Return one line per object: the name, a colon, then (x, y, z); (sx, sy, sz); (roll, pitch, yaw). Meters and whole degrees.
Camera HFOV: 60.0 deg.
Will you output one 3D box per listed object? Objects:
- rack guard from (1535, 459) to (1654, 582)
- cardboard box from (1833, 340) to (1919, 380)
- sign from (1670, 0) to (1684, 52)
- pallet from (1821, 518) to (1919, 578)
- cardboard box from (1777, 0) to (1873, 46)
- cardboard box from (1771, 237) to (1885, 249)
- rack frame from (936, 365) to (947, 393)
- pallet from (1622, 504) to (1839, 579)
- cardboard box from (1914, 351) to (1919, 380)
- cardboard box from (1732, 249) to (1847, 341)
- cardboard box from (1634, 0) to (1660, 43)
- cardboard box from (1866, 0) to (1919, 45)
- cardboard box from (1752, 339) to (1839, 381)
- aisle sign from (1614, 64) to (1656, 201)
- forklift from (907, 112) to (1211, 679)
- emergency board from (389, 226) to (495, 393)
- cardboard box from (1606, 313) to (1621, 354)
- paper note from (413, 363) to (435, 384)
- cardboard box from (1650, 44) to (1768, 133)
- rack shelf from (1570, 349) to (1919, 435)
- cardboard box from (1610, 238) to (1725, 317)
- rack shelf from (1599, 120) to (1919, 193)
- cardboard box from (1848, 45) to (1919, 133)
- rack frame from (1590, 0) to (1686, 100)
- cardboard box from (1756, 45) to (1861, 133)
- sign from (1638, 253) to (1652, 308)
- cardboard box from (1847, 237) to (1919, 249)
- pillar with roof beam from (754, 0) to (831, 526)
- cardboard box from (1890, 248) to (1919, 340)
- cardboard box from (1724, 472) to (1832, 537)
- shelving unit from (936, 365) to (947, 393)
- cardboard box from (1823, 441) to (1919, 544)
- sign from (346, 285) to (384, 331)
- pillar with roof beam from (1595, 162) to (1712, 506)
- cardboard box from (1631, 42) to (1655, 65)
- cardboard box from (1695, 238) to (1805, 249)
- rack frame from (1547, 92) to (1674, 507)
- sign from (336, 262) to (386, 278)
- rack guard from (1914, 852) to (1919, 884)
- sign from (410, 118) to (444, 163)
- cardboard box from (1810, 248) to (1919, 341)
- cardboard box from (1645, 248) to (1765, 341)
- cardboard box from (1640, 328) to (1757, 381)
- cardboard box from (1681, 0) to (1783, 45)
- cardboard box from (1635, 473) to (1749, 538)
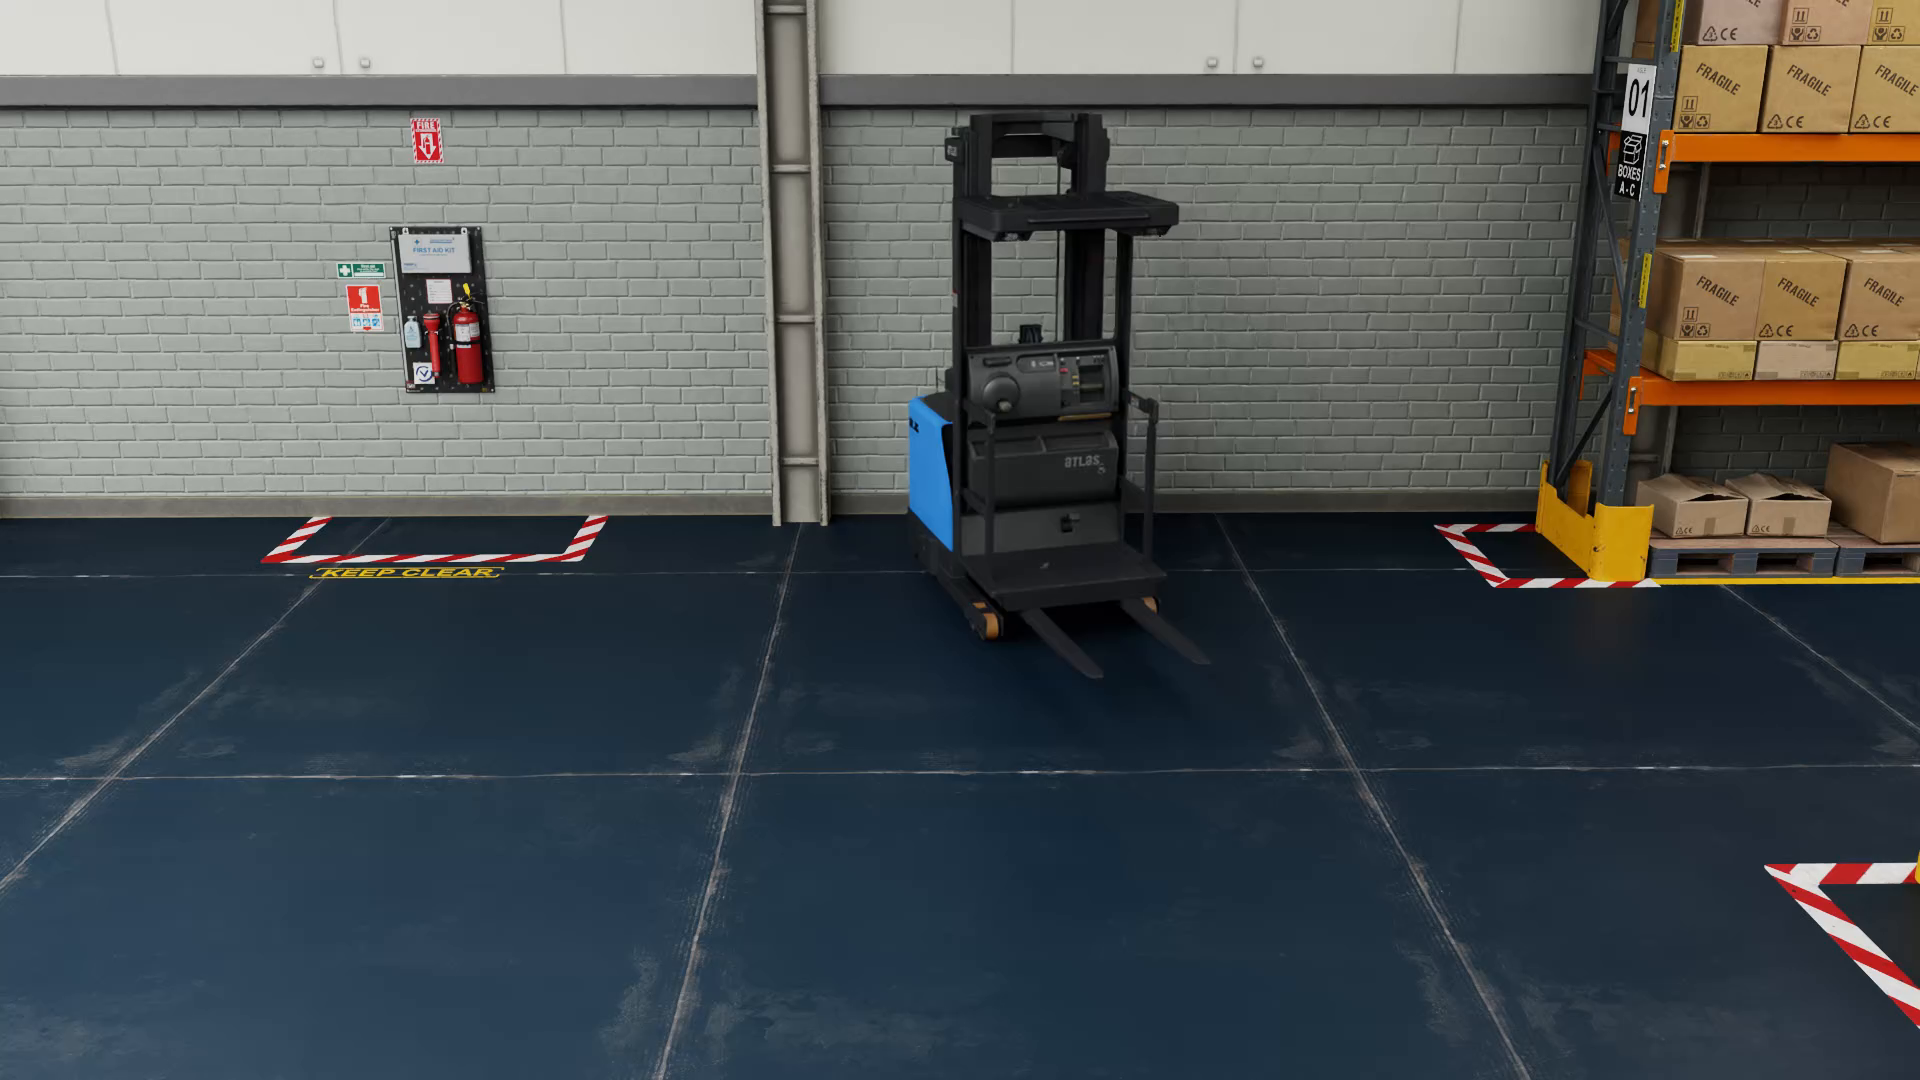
rack guard: (4.250, -0.149, 11.193); (0.348, 0.500, 1.175); (0, 18, -1)
cardboard box: (5.696, -1.190, 10.558); (0.500, 0.250, 0.500); (-1, 18, -2)
sign: (4.183, -3.017, 9.701); (0.005, 0.325, 0.100); (0, 18, -1)
pallet: (6.280, -0.009, 11.231); (1.213, 0.211, 1.003); (0, 18, -1)
cardboard box: (5.066, -3.215, 9.914); (0.500, 0.500, 0.500); (0, 18, -1)
cardboard box: (5.663, -1.704, 10.934); (0.500, 0.500, 0.500); (-1, 18, -2)
rack frame: (-0.119, -0.585, 11.407); (0.006, 1.200, 0.240); (-6, 19, -16)
pallet: (5.063, -0.004, 11.215); (1.213, 0.211, 1.003); (0, 18, -1)
cardboard box: (6.201, -1.191, 10.563); (0.500, 0.250, 0.500); (0, 18, 0)
cardboard box: (5.151, -1.544, 10.434); (0.500, 0.500, 0.500); (0, 18, -1)
cardboard box: (4.601, -3.382, 10.436); (0.500, 0.500, 0.500); (1, 18, 2)
cardboard box: (5.578, -3.221, 9.933); (0.500, 0.500, 0.500); (0, 18, 1)
cardboard box: (5.186, -1.189, 10.556); (0.500, 0.250, 0.500); (-1, 18, -3)
aisle sign: (4.107, -2.484, 10.126); (0.004, 0.787, 0.394); (0, 18, -1)
forklift: (0.563, -0.942, 9.686); (1.130, 2.935, 3.031); (-5, 19, -16)
emergency board: (-3.610, -1.577, 11.553); (0.643, 1.169, 0.194); (0, 18, -1)
cardboard box: (4.639, -1.338, 11.021); (0.500, 0.250, 0.500); (0, 18, 0)
paper note: (-3.788, -1.178, 11.750); (0.142, 0.148, 0.016); (0, 18, -1)
cardboard box: (4.513, -2.749, 10.100); (0.500, 0.500, 0.500); (0, 18, 1)
rack shelf: (6.174, -1.006, 10.950); (4.000, 0.370, 1.077); (0, 18, -1)
cardboard box: (4.642, -1.701, 10.924); (0.500, 0.500, 0.500); (0, 18, -1)
rack shelf: (6.174, -2.434, 10.491); (4.000, 0.370, 1.077); (0, 18, -1)
cardboard box: (5.569, -2.745, 10.086); (0.500, 0.500, 0.500); (1, 18, 2)
rack frame: (4.174, -4.195, 9.893); (0.127, 3.000, 1.000); (0, 18, -1)
cardboard box: (5.050, -2.741, 10.074); (0.500, 0.500, 0.500); (1, 18, 3)
sign: (4.183, -1.585, 10.161); (0.005, 0.325, 0.100); (0, 18, -1)
cardboard box: (6.166, -1.707, 10.942); (0.500, 0.500, 0.500); (0, 18, 0)
pillar with roof beam: (-1.071, -3.119, 6.538); (0.400, 9.000, 9.100); (0, 18, -1)
cardboard box: (6.183, -1.550, 10.455); (0.500, 0.500, 0.500); (0, 18, 1)
cardboard box: (5.438, -0.246, 11.086); (0.500, 0.311, 0.500); (1, 18, 4)
shelving unit: (-0.032, -0.595, 11.433); (0.189, 1.200, 0.258); (-6, 19, -16)
cardboard box: (6.172, -0.325, 11.021); (0.500, 0.500, 0.700); (-1, 18, -4)
sign: (-4.165, -1.623, 11.637); (0.234, 0.329, 0.001); (0, 18, -1)
pillar with roof beam: (4.929, -3.148, 6.629); (0.400, 9.000, 9.100); (0, 18, -1)
cardboard box: (4.588, -2.903, 10.580); (0.500, 0.500, 0.500); (1, 18, 3)
cardboard box: (5.146, -1.700, 10.923); (0.500, 0.500, 0.500); (0, 18, 0)
rack frame: (4.174, -1.339, 10.810); (0.127, 3.000, 1.000); (0, 18, -1)
sign: (-4.160, -1.872, 11.548); (0.331, 0.109, 0.001); (0, 18, -1)
rack guard: (4.232, 1.365, 6.475); (0.348, 0.500, 1.175); (0, 18, -1)
sign: (-3.620, -2.711, 11.293); (0.199, 0.298, 0.001); (0, 18, -1)
cardboard box: (5.667, -1.544, 10.436); (0.500, 0.500, 0.500); (-1, 18, -3)
cardboard box: (4.656, -1.544, 10.436); (0.500, 0.500, 0.500); (0, 18, -1)
cardboard box: (4.667, -1.182, 10.534); (0.500, 0.250, 0.500); (-1, 18, -2)
cardboard box: (4.563, -3.228, 9.955); (0.500, 0.500, 0.500); (-2, 18, -5)
cardboard box: (4.868, -0.244, 11.078); (0.500, 0.311, 0.500); (-2, 18, -7)
